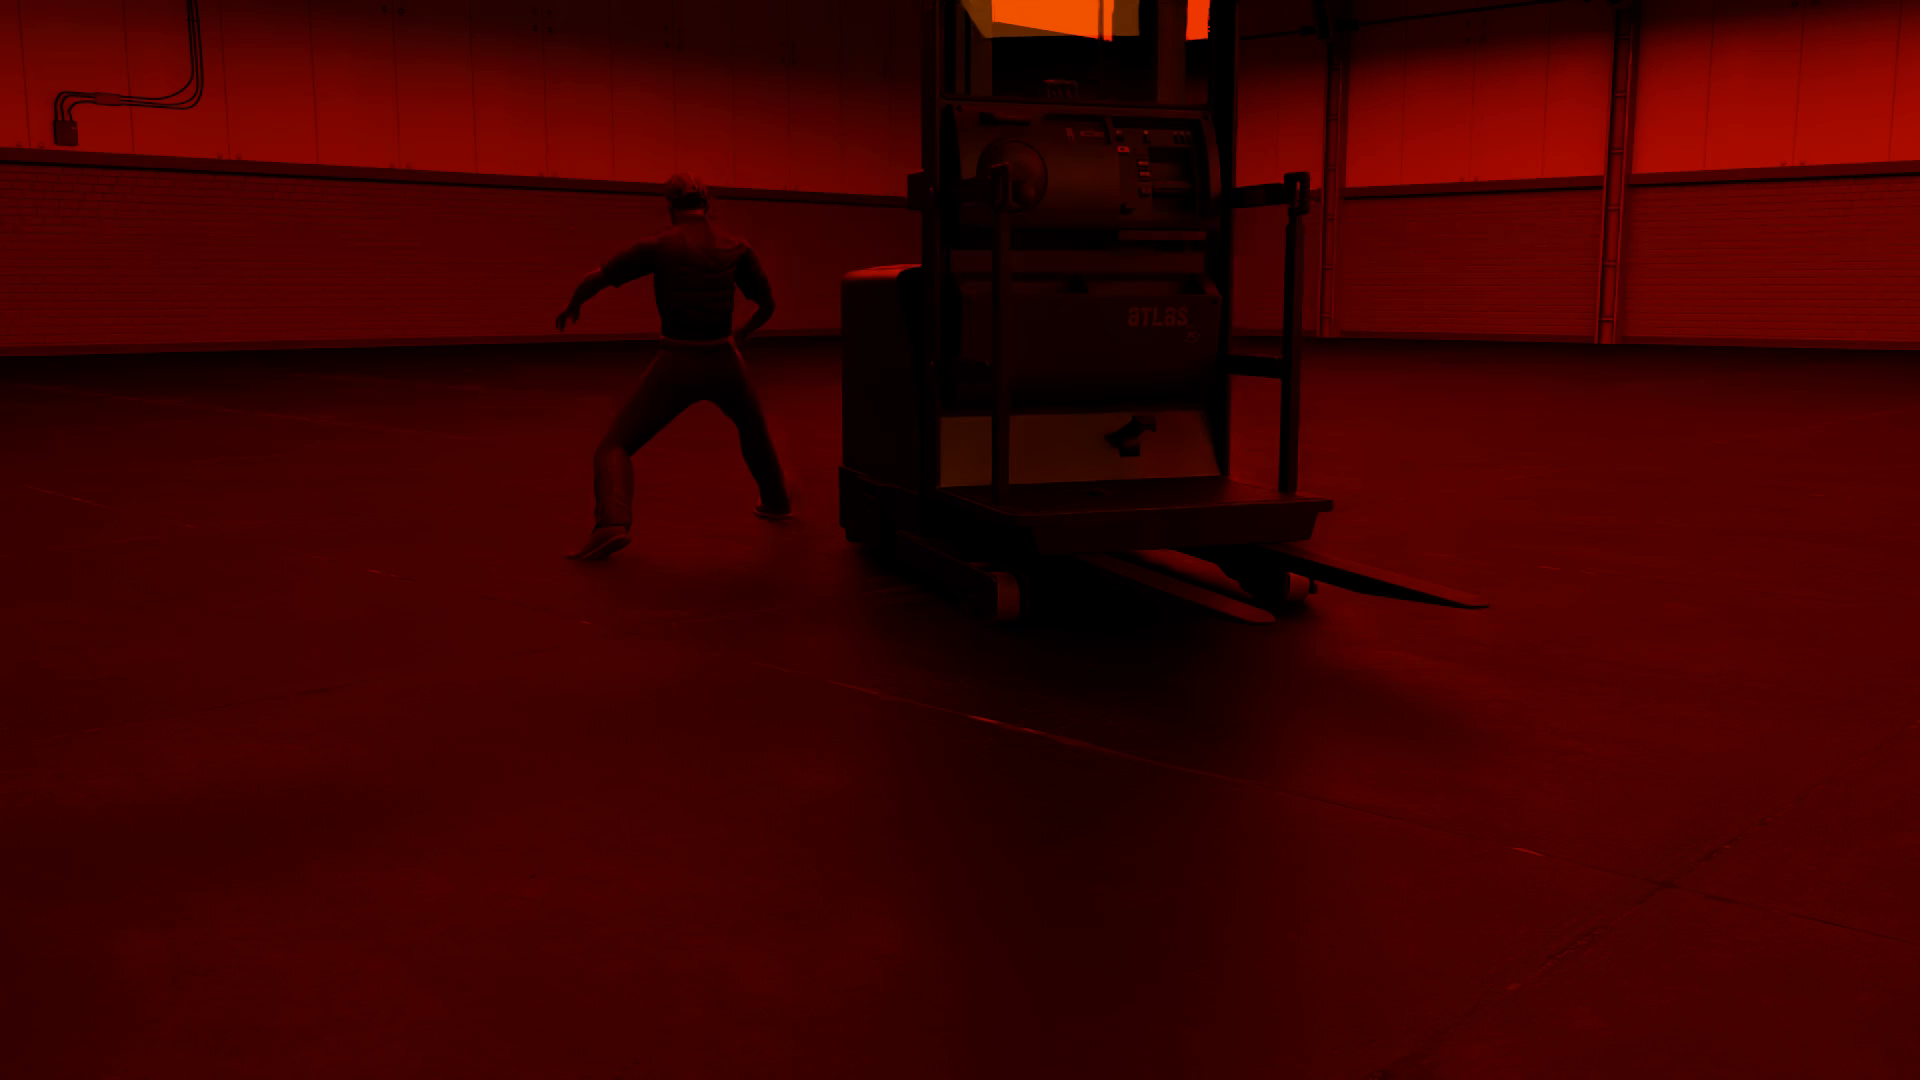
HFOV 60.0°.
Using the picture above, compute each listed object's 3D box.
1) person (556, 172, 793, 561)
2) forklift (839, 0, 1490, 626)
[{"bbox_3d":[-1.117,-0.708,6.652,1.060,1.492,0.964,-4,9,-22],"label":"person"},{"bbox_3d":[0.495,-1.262,5.251,1.130,2.935,3.031,-3,9,-20],"label":"forklift"}]
